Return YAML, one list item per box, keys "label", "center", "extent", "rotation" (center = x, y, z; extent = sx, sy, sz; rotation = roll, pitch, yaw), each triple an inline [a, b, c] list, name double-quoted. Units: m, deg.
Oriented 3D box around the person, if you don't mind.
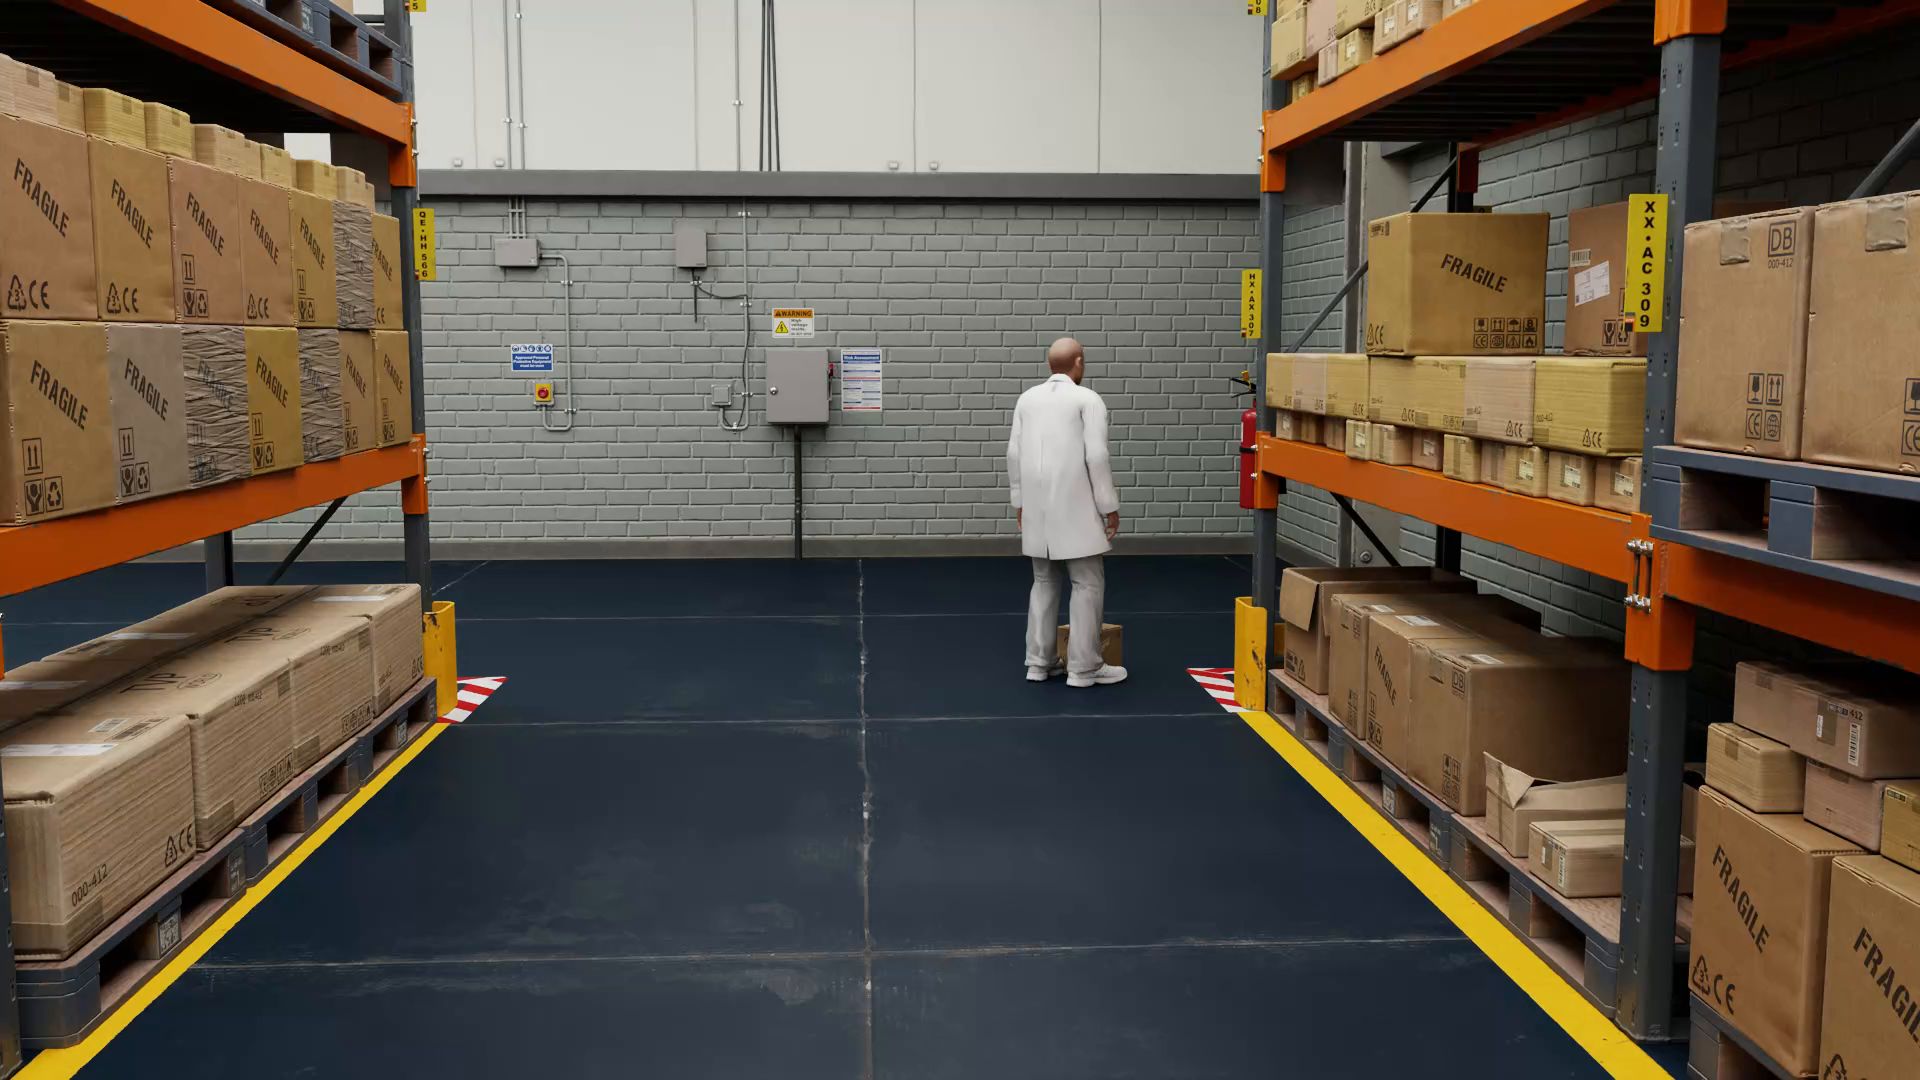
- label: "person"
  center: [0.532, -0.152, 8.593]
  extent: [0.655, 1.774, 0.415]
  rotation: [5, 9, 38]
